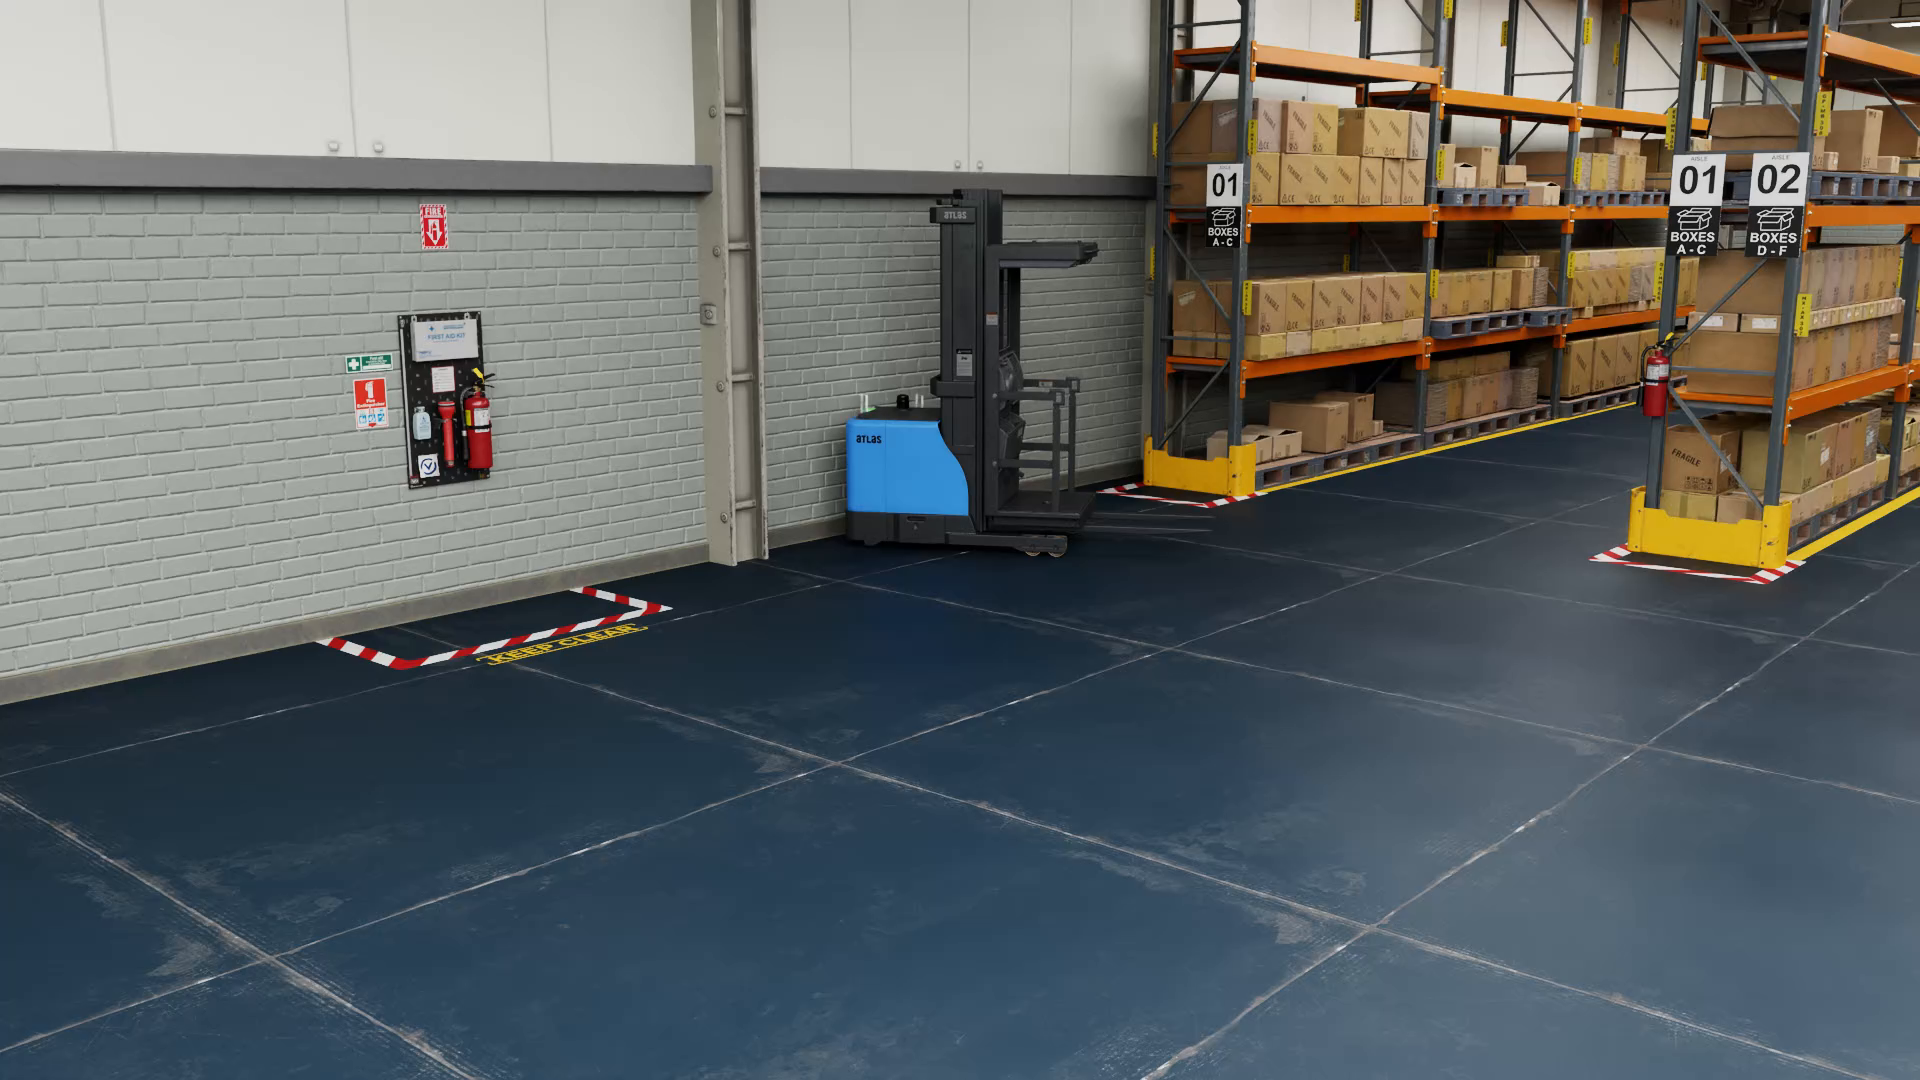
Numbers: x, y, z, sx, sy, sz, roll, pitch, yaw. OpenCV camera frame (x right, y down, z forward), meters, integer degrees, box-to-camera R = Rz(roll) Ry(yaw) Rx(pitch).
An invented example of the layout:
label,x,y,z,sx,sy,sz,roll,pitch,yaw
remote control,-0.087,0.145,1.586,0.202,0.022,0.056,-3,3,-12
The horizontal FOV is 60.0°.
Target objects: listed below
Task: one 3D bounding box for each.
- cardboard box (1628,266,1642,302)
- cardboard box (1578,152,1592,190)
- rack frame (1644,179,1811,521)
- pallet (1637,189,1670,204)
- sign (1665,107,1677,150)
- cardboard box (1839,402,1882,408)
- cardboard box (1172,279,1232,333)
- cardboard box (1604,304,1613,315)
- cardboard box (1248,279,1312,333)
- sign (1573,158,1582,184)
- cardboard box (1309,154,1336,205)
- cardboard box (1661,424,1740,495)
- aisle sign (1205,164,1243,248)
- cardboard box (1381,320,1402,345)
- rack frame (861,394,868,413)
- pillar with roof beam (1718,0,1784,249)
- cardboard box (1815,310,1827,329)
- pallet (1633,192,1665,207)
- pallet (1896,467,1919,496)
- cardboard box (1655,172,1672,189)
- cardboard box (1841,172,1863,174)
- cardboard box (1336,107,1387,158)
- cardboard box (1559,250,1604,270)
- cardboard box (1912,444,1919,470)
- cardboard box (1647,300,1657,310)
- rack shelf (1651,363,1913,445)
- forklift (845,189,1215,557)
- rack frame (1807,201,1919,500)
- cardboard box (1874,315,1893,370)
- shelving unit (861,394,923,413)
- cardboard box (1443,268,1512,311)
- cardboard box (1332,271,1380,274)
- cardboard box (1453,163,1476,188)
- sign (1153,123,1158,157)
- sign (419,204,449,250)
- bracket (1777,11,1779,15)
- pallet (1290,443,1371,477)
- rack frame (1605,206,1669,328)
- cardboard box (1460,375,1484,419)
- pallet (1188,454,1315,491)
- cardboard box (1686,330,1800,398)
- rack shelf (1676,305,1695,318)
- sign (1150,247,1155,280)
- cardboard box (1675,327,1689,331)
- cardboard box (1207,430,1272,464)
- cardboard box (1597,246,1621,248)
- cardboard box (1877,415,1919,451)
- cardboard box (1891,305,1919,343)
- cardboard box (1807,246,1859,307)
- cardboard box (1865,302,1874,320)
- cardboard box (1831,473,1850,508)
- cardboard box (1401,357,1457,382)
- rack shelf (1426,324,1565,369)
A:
label,x,y,z,sx,sy,sz,roll,pitch,yaw
cardboard box,9.496,-3.702,24.021,0.500,0.500,0.500,10,15,40
cardboard box,8.226,-5.057,22.837,0.700,0.500,0.500,9,14,37
rack frame,6.081,-1.341,13.268,1.000,3.000,0.127,10,15,40
pallet,10.827,-5.293,25.622,1.003,0.211,1.213,10,15,40
sign,5.683,-3.280,13.257,0.100,0.325,0.005,10,15,40
cardboard box,9.444,-1.310,17.625,0.500,0.311,0.500,10,15,40
cardboard box,2.509,-2.382,16.896,0.500,0.500,0.500,10,15,40
cardboard box,9.034,-3.290,23.617,0.380,0.149,0.250,10,15,41
cardboard box,3.232,-2.388,16.926,0.500,0.500,0.500,10,15,41
sign,8.045,-4.812,21.668,0.100,0.325,0.005,10,15,40
cardboard box,3.487,-3.679,17.009,0.500,0.500,0.500,11,16,43
cardboard box,6.212,-0.684,14.011,0.500,0.500,0.500,10,15,40
aisle sign,2.536,-3.207,15.970,0.394,0.787,0.004,10,15,40
cardboard box,4.578,-2.325,18.525,0.500,0.250,0.500,10,15,41
rack frame,-0.834,-0.657,14.389,0.015,1.200,0.240,-1,7,-14
pillar with roof beam,17.286,-7.230,27.433,9.100,9.000,0.548,10,15,40
cardboard box,7.008,-1.851,13.908,0.380,0.149,0.250,9,15,39
pallet,9.711,-4.983,24.329,0.805,0.209,1.217,9,14,38
pallet,9.179,-0.676,17.056,1.003,0.211,1.213,10,15,40
cardboard box,10.933,-5.467,25.320,0.500,0.250,0.500,10,15,40
cardboard box,7.540,-3.500,14.725,0.637,0.503,0.797,-10,15,-41
cardboard box,4.180,-4.321,17.669,0.500,0.500,0.500,9,14,38
cardboard box,8.486,-3.843,22.815,0.500,0.250,0.500,9,15,40
cardboard box,9.513,-0.890,16.955,0.500,0.250,0.500,10,15,42
cardboard box,10.120,-3.507,24.701,0.380,0.149,0.250,10,15,41
rack shelf,7.402,-1.283,14.812,1.077,0.370,4.000,10,15,40
forklift,0.611,-1.414,13.806,3.031,2.935,1.130,2,12,11
rack frame,8.722,-1.930,16.215,1.000,3.000,0.127,10,15,40
cardboard box,8.434,-1.913,15.874,0.700,0.500,0.500,9,15,39
shelving unit,-0.598,-0.661,14.448,0.503,1.200,0.258,-1,7,-14
cardboard box,6.530,-3.166,21.027,0.700,0.500,0.500,10,15,40
cardboard box,4.531,-2.832,19.147,0.500,0.500,0.500,9,15,39
cardboard box,5.826,-4.364,19.897,0.500,0.311,0.500,10,15,42
sign,1.954,-3.961,16.466,0.100,0.325,0.005,10,15,40
sign,-3.531,-2.103,11.164,0.001,0.298,0.199,10,15,40
bracket,14.593,-9.567,29.943,0.235,0.232,0.430,10,15,40
pallet,3.776,-0.919,18.271,1.003,0.211,1.213,10,15,40
rack frame,10.279,-3.747,25.312,1.000,3.000,0.127,10,15,40
cardboard box,6.142,-1.822,20.936,0.700,0.500,0.500,10,15,41
pallet,2.971,-0.740,17.377,1.003,0.211,1.213,10,15,40
cardboard box,6.399,-1.457,13.594,0.700,0.500,0.500,10,15,40
rack shelf,11.599,-3.688,26.855,1.077,0.370,4.000,10,15,40
sign,1.954,-2.779,16.702,0.100,0.325,0.005,10,15,40
cardboard box,11.798,-3.413,27.294,0.380,0.149,0.250,10,15,41
cardboard box,2.882,-0.969,17.144,0.500,0.311,0.500,8,14,34
cardboard box,9.780,-4.285,25.027,0.500,0.250,0.500,10,15,42
cardboard box,9.182,-1.091,16.531,0.500,0.311,0.500,10,15,41
cardboard box,9.589,-2.167,17.148,0.500,0.500,0.500,-11,16,-43
cardboard box,7.440,-2.327,14.638,0.700,0.500,0.500,10,15,40
cardboard box,8.030,-2.080,15.054,0.380,0.149,0.250,10,15,40
cardboard box,7.594,-0.469,14.851,0.500,0.250,0.500,10,15,40
cardboard box,5.760,-2.103,20.427,0.500,0.250,0.500,9,15,39
rack shelf,6.318,-2.511,20.962,1.077,0.370,4.000,10,15,40
